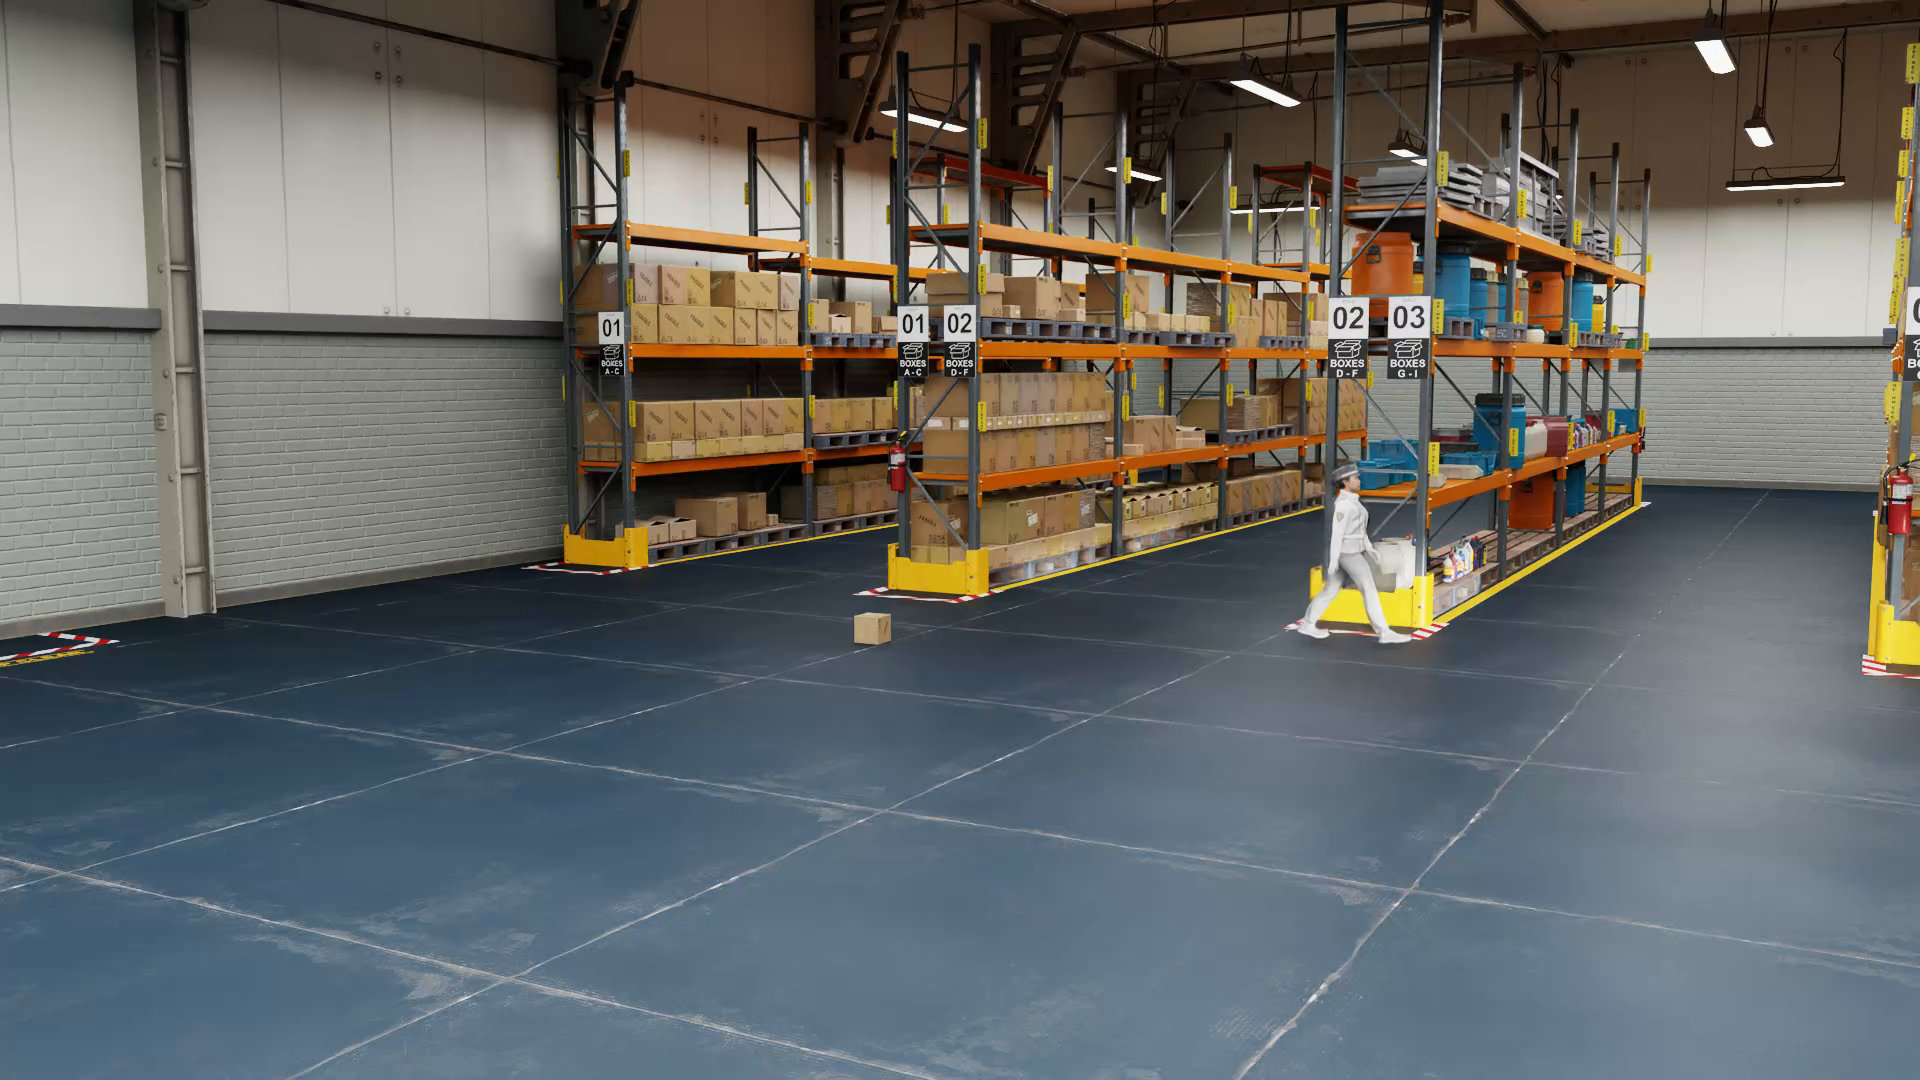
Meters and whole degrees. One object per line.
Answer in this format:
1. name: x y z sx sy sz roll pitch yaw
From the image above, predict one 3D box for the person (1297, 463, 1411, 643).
1. person: 3.601 0.106 15.137 1.008 1.628 0.481 1 6 11
